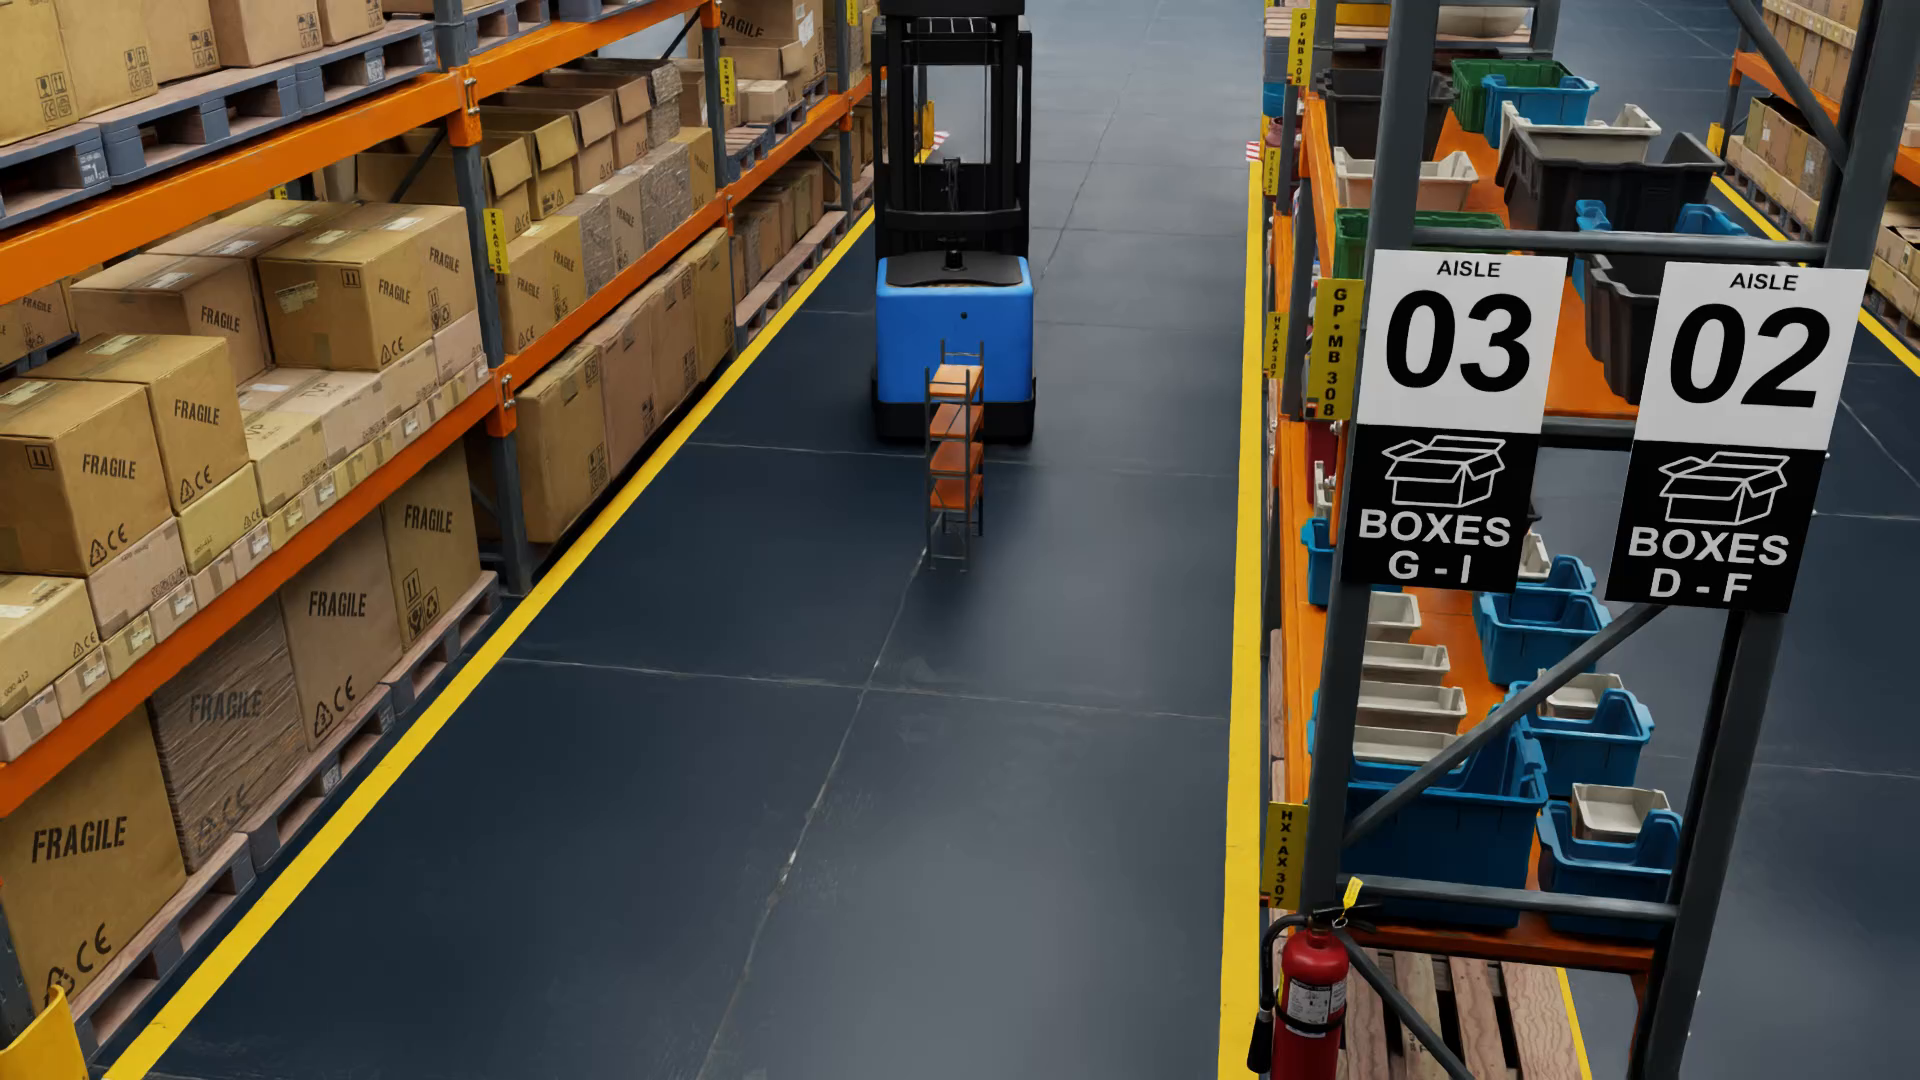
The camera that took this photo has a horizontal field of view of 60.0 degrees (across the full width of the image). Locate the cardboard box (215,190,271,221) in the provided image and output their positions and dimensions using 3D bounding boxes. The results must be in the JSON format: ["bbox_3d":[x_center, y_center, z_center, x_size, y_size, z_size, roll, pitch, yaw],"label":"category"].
[{"bbox_3d":[-6.750,-2.940,14.651,1.050,0.750,0.750,4,25,9],"label":"cardboard box"}]

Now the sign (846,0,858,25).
[{"bbox_3d":[-0.999,-4.929,15.376,0.100,0.325,0.005,4,25,9],"label":"sign"}]

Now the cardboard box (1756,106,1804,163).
[{"bbox_3d":[8.423,-4.083,16.798,0.500,0.500,0.500,4,25,9],"label":"cardboard box"}]

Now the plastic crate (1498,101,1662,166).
[{"bbox_3d":[2.045,-1.290,5.569,0.437,0.282,0.530,4,25,9],"label":"plastic crate"}]

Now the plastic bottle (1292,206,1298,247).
[{"bbox_3d":[2.220,-2.017,10.668,0.152,0.276,0.135,4,25,9],"label":"plastic bottle"}]

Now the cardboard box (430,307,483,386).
[{"bbox_3d":[-2.668,-0.960,8.088,0.500,0.250,0.500,4,25,8],"label":"cardboard box"}]

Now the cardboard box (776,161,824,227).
[{"bbox_3d":[-1.669,-3.253,15.592,0.700,0.500,0.500,2,25,4],"label":"cardboard box"}]

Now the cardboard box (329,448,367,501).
[{"bbox_3d":[-2.791,-0.294,7.137,0.380,0.149,0.250,4,25,8],"label":"cardboard box"}]

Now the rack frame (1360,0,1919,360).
[{"bbox_3d":[1.378,-1.797,2.974,1.000,3.000,0.127,4,25,9],"label":"rack frame"}]

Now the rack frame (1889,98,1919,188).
[{"bbox_3d":[8.225,-3.754,14.231,1.000,3.000,0.127,4,25,9],"label":"rack frame"}]

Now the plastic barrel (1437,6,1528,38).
[{"bbox_3d":[2.365,-2.566,7.499,0.433,0.535,0.433,0,25,0],"label":"plastic barrel"}]

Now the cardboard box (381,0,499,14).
[{"bbox_3d":[-2.770,-2.933,8.326,0.700,0.500,0.500,5,25,10],"label":"cardboard box"}]

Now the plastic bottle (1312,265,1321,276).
[{"bbox_3d":[1.979,-1.401,9.350,0.152,0.276,0.135,4,25,9],"label":"plastic bottle"}]

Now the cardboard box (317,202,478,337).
[{"bbox_3d":[-2.666,-1.291,7.912,0.500,0.500,0.500,5,25,10],"label":"cardboard box"}]

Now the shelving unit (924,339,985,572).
[{"bbox_3d":[-0.027,-0.474,9.348,0.258,1.200,0.503,4,25,9],"label":"shelving unit"}]

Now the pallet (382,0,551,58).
[{"bbox_3d":[-2.754,-2.754,8.784,0.805,0.209,1.217,3,25,6],"label":"pallet"}]

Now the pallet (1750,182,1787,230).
[{"bbox_3d":[8.594,-3.332,16.620,1.003,0.211,1.213,4,25,9],"label":"pallet"}]

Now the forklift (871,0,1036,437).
[{"bbox_3d":[-0.064,-2.591,11.828,1.130,2.935,3.031,-1,25,-1],"label":"forklift"}]

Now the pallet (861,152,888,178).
[{"bbox_3d":[-1.275,-3.974,17.990,1.003,0.211,1.213,4,25,9],"label":"pallet"}]

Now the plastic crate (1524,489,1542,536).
[{"bbox_3d":[2.114,-0.168,6.825,0.437,0.125,0.590,4,25,9],"label":"plastic crate"}]

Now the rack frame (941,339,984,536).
[{"bbox_3d":[0.013,-0.576,9.566,0.240,1.200,0.015,4,25,9],"label":"rack frame"}]

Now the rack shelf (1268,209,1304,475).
[{"bbox_3d":[2.358,-1.263,9.759,1.077,0.370,4.000,4,25,9],"label":"rack shelf"}]

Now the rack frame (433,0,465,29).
[{"bbox_3d":[-2.855,-3.813,7.281,1.000,3.000,0.127,4,25,9],"label":"rack frame"}]

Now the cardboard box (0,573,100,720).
[{"bbox_3d":[-3.164,0.328,5.336,0.500,0.250,0.500,3,25,7],"label":"cardboard box"}]

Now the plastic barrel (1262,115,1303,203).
[{"bbox_3d":[2.462,-2.702,11.824,0.600,0.536,0.708,4,25,9],"label":"plastic barrel"}]

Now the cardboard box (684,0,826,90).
[{"bbox_3d":[-1.815,-4.581,14.795,1.000,1.000,1.000,4,25,9],"label":"cardboard box"}]

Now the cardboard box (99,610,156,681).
[{"bbox_3d":[-3.043,0.351,5.758,0.380,0.149,0.250,3,25,7],"label":"cardboard box"}]

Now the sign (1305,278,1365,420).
[{"bbox_3d":[0.833,-0.422,3.699,0.100,0.325,0.005,4,25,9],"label":"sign"}]

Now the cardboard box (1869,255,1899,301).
[{"bbox_3d":[7.748,-2.116,13.481,0.500,0.250,0.500,3,25,7],"label":"cardboard box"}]

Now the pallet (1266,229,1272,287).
[{"bbox_3d":[3.249,-2.504,14.851,1.003,0.211,1.213,4,25,9],"label":"pallet"}]

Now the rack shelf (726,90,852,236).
[{"bbox_3d":[-1.874,-3.279,14.066,1.077,0.370,4.000,4,25,9],"label":"rack shelf"}]

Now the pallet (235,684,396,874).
[{"bbox_3d":[-3.253,0.992,7.383,1.003,0.211,1.213,4,25,9],"label":"pallet"}]

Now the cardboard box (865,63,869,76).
[{"bbox_3d":[-1.117,-4.712,16.575,0.380,0.149,0.250,4,25,9],"label":"cardboard box"}]

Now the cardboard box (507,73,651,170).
[{"bbox_3d":[-2.446,-2.691,10.660,0.797,0.503,0.637,5,25,10],"label":"cardboard box"}]

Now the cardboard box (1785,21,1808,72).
[{"bbox_3d":[8.622,-4.850,16.456,0.700,0.500,0.500,4,25,9],"label":"cardboard box"}]

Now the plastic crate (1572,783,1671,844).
[{"bbox_3d":[1.877,0.804,4.735,0.250,0.136,0.298,4,25,9],"label":"plastic crate"}]

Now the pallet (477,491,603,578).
[{"bbox_3d":[-2.803,-0.161,9.844,1.003,0.211,1.213,4,25,9],"label":"pallet"}]

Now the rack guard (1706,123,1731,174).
[{"bbox_3d":[8.883,-4.305,18.356,1.175,0.500,0.348,4,25,9],"label":"rack guard"}]

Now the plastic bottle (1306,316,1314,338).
[{"bbox_3d":[1.770,-0.987,8.458,0.061,0.283,0.133,4,25,9],"label":"plastic bottle"}]

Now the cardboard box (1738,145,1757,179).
[{"bbox_3d":[8.494,-3.953,17.405,0.500,0.250,0.500,4,25,9],"label":"cardboard box"}]

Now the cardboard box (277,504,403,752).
[{"bbox_3d":[-3.189,0.323,7.532,0.875,0.875,0.875,4,25,9],"label":"cardboard box"}]

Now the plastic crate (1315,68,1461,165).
[{"bbox_3d":[1.558,-1.551,6.142,0.497,0.269,0.590,4,25,9],"label":"plastic crate"}]

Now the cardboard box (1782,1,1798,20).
[{"bbox_3d":[8.476,-5.296,16.644,0.380,0.149,0.250,4,25,8],"label":"cardboard box"}]

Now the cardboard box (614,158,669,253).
[{"bbox_3d":[-2.206,-2.165,10.719,0.500,0.500,0.500,3,25,7],"label":"cardboard box"}]

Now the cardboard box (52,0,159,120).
[{"bbox_3d":[-3.229,-1.730,5.638,0.700,0.500,0.500,2,25,5],"label":"cardboard box"}]

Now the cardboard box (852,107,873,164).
[{"bbox_3d":[-1.197,-4.400,18.064,0.500,0.500,0.500,6,26,13],"label":"cardboard box"}]

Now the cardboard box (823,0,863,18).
[{"bbox_3d":[-1.223,-5.245,15.769,0.500,0.500,0.500,4,25,9],"label":"cardboard box"}]

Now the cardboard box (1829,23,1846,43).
[{"bbox_3d":[8.226,-4.647,15.256,0.380,0.149,0.250,4,25,8],"label":"cardboard box"}]

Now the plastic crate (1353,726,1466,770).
[{"bbox_3d":[1.333,0.659,5.044,0.396,0.136,0.243,4,25,9],"label":"plastic crate"}]

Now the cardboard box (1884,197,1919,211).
[{"bbox_3d":[7.912,-2.797,14.274,0.500,0.311,0.500,4,25,9],"label":"cardboard box"}]

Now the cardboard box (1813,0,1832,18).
[{"bbox_3d":[8.537,-5.202,15.678,0.700,0.500,0.500,4,25,9],"label":"cardboard box"}]
